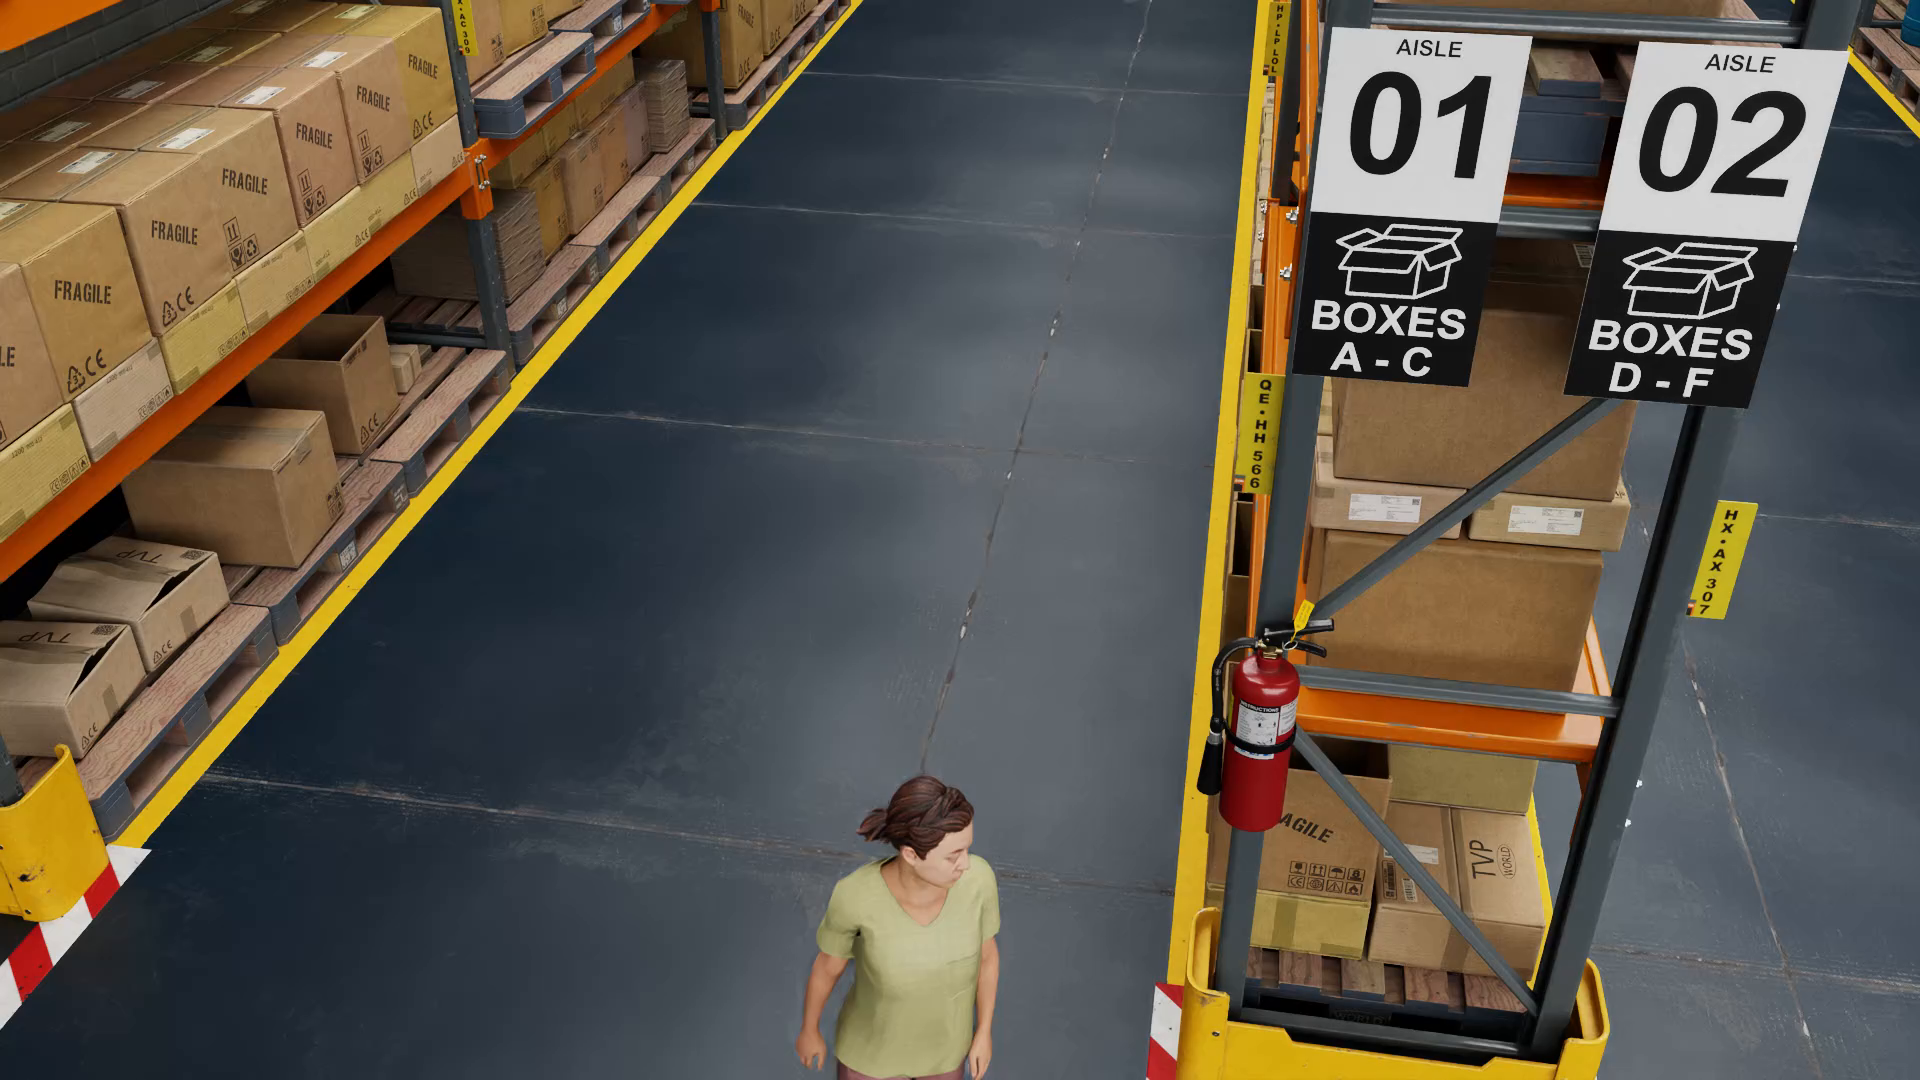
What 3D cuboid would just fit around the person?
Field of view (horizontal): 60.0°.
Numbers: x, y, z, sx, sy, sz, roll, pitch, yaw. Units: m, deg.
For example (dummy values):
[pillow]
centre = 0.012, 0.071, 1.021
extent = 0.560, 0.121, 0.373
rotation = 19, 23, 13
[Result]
[person]
centre = -0.141, 1.245, 4.196
extent = 0.513, 1.623, 0.898
rotation = -12, 34, -17
